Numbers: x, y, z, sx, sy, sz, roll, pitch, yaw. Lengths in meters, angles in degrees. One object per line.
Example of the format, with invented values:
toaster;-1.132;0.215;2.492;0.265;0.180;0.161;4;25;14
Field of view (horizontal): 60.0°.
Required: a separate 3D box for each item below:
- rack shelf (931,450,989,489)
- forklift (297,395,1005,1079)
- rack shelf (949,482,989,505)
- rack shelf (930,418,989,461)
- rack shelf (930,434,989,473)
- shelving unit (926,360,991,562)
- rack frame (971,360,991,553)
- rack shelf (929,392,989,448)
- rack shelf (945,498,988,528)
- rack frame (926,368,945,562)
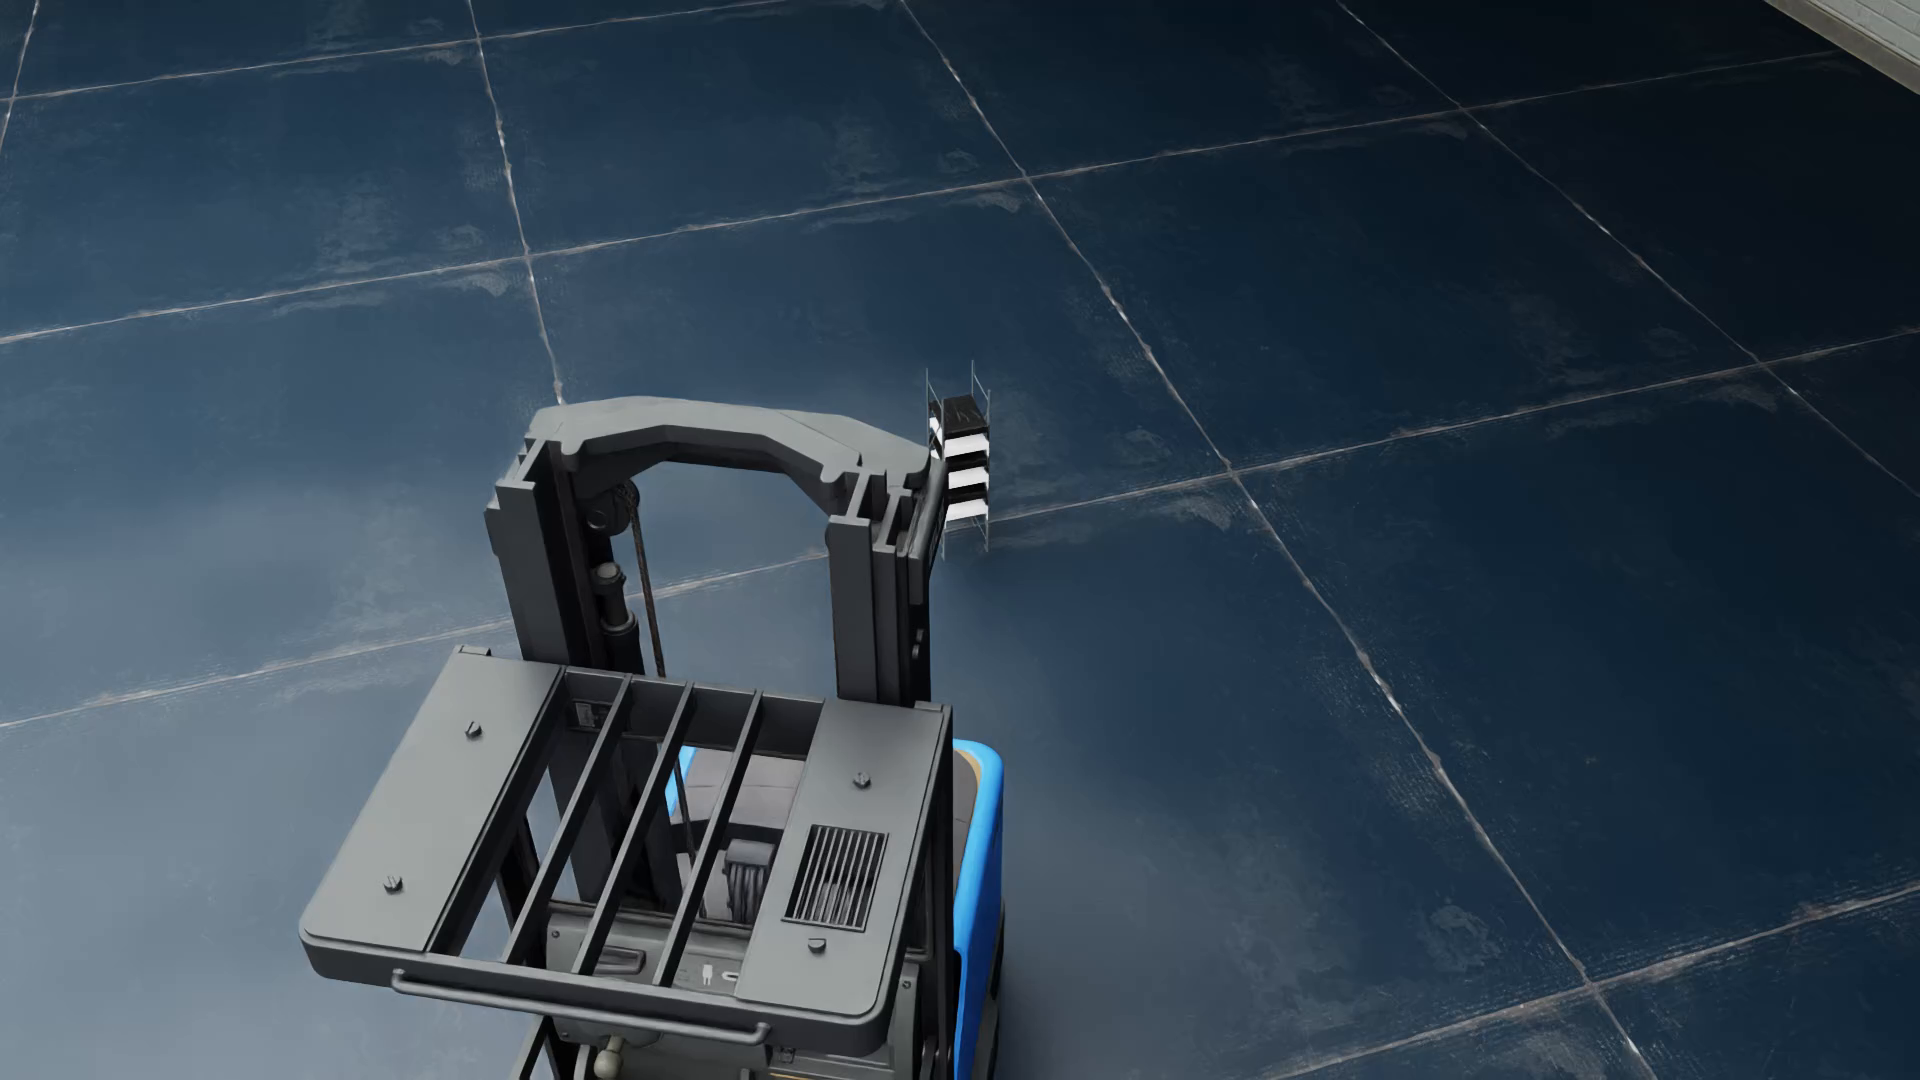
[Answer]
rack shelf;-0.008;-0.312;7.324;0.200;0.077;0.258;-12;42;-13
forklift;-0.599;1.252;3.939;1.130;2.935;3.031;6;42;7
rack shelf;-0.008;-0.244;7.383;0.200;0.077;0.258;-12;42;-13
rack shelf;-0.008;-0.448;7.205;0.200;0.077;0.258;-12;42;-13
rack shelf;-0.008;-0.380;7.264;0.200;0.077;0.258;-12;42;-13
shelving unit;-0.008;-0.337;7.302;0.210;0.900;0.258;-12;42;-13
rack frame;0.089;-0.357;7.325;0.006;0.900;0.240;-12;42;-13
rack shelf;-0.008;-0.516;7.146;0.200;0.077;0.258;-12;42;-13
rack shelf;-0.008;-0.177;7.442;0.200;0.077;0.258;-12;42;-13
rack frame;-0.105;-0.317;7.279;0.006;0.900;0.240;-12;42;-13
